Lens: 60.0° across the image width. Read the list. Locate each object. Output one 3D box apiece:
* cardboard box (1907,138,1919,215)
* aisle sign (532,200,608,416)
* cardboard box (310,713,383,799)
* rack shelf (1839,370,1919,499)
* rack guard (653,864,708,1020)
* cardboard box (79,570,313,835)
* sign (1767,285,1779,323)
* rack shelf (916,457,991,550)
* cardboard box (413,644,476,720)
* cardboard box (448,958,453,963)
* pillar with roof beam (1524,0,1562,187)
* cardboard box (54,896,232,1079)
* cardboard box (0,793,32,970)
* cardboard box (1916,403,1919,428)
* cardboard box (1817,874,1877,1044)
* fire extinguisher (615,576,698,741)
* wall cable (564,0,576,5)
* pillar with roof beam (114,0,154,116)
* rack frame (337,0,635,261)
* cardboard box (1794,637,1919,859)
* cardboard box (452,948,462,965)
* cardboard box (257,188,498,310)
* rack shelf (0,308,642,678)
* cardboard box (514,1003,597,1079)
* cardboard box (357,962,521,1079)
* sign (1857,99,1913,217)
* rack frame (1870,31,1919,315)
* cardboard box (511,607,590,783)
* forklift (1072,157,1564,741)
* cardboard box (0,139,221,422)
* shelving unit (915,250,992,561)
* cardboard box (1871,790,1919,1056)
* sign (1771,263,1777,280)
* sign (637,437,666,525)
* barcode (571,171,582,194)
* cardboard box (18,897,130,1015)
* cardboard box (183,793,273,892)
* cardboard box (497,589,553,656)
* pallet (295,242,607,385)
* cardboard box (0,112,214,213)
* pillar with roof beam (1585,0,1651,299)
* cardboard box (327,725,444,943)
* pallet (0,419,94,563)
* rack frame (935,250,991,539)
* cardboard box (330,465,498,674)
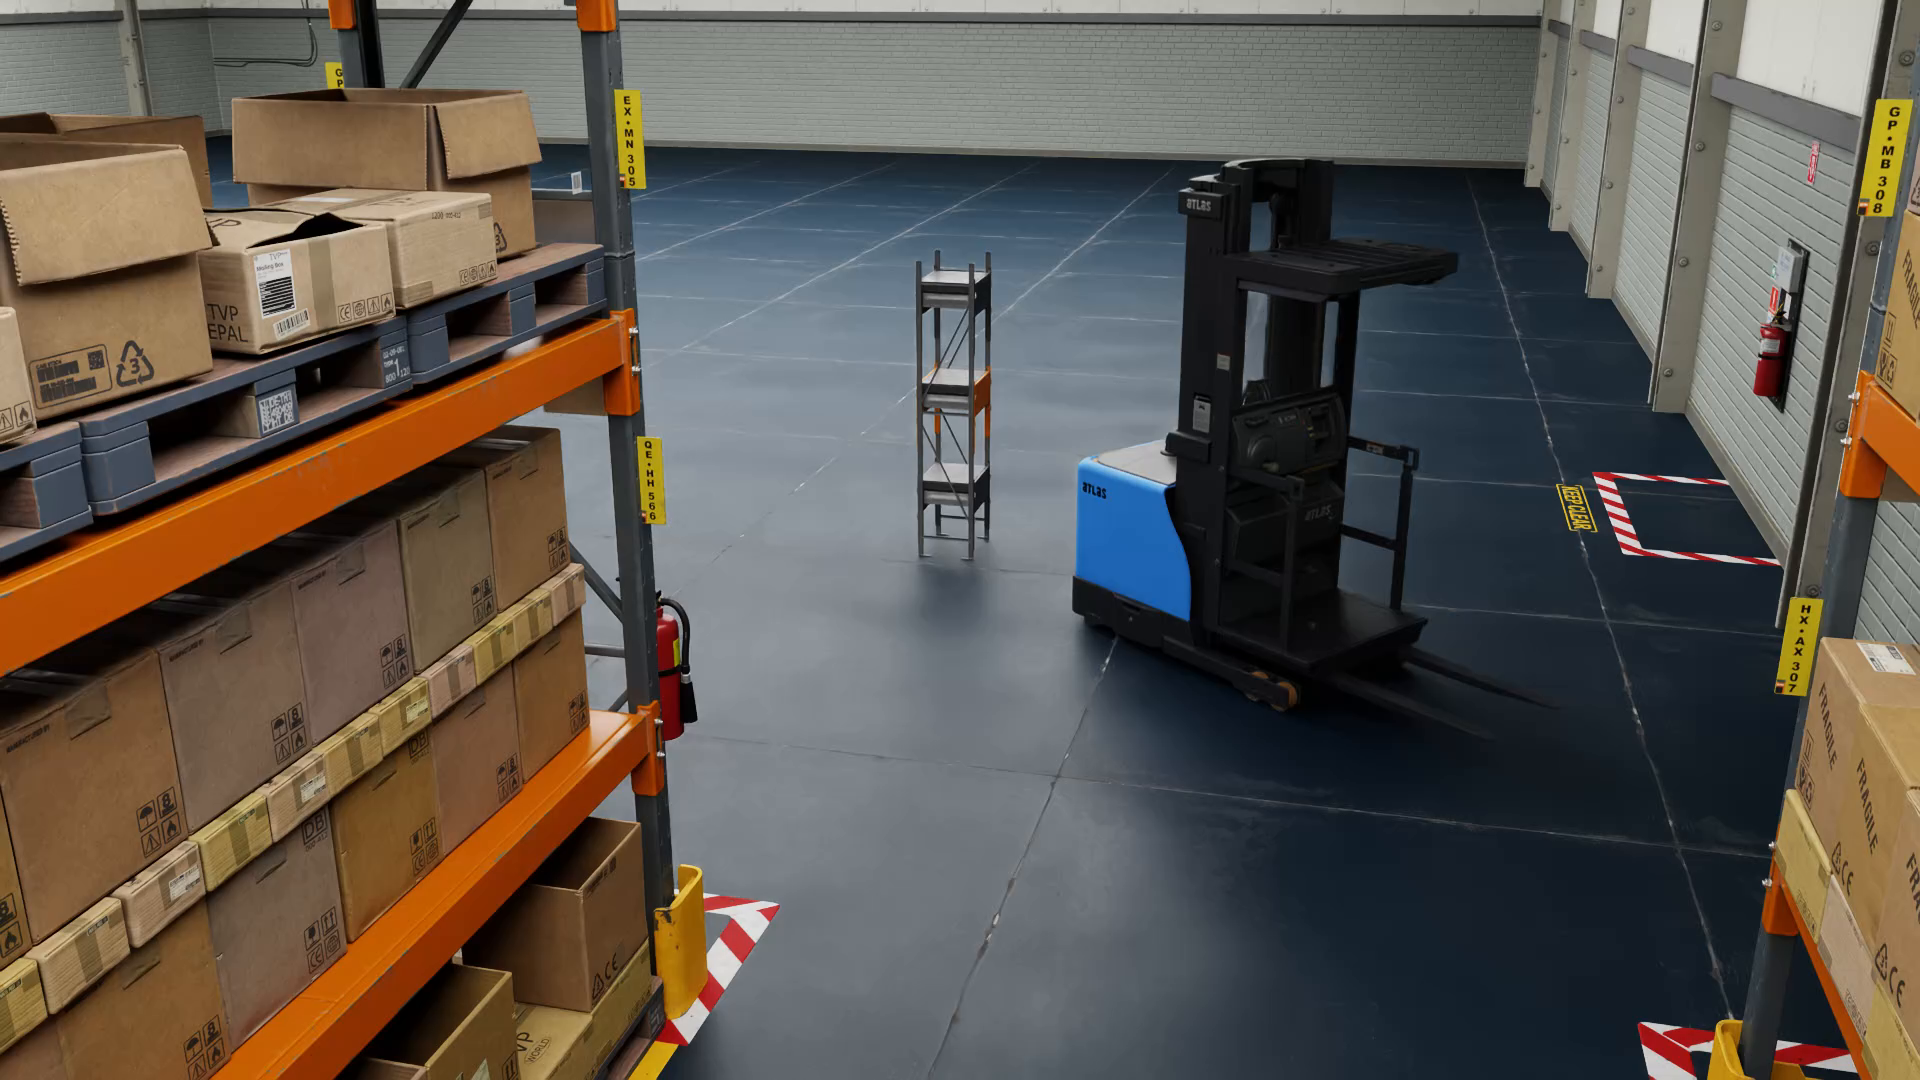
[{"bbox_3d":[2.834,-1.059,4.273,0.500,0.500,0.500,3,19,9],"label":"cardboard box"},{"bbox_3d":[-1.340,-0.829,5.951,0.394,0.787,0.004,5,19,13],"label":"aisle sign"},{"bbox_3d":[-1.865,0.586,4.674,0.380,0.149,0.250,5,20,15],"label":"cardboard box"},{"bbox_3d":[2.675,0.337,3.033,1.077,0.370,4.000,5,19,13],"label":"rack shelf"},{"bbox_3d":[-1.635,1.574,6.805,1.175,0.500,0.348,5,19,13],"label":"rack guard"},{"bbox_3d":[-2.148,0.380,4.272,0.700,0.500,0.500,5,19,13],"label":"cardboard box"},{"bbox_3d":[6.173,-1.757,12.637,0.001,0.329,0.234,5,19,13],"label":"sign"},{"bbox_3d":[-0.040,-0.266,11.927,0.431,0.518,0.480,5,19,13],"label":"rack shelf"},{"bbox_3d":[-1.738,0.421,5.157,0.380,0.149,0.250,5,19,14],"label":"cardboard box"},{"bbox_3d":[-2.108,1.454,5.734,0.500,0.500,0.500,5,19,13],"label":"cardboard box"},{"bbox_3d":[6.987,-11.505,31.949,9.100,9.000,0.400,5,19,13],"label":"pillar with roof beam"},{"bbox_3d":[-2.267,1.143,4.045,0.700,0.500,0.500,5,19,14],"label":"cardboard box"},{"bbox_3d":[-2.394,0.694,3.355,0.700,0.500,0.500,5,19,13],"label":"cardboard box"},{"bbox_3d":[2.674,-0.437,3.999,0.500,0.500,0.500,6,20,17],"label":"cardboard box"},{"bbox_3d":[2.623,1.142,4.403,0.500,0.250,0.500,4,19,12],"label":"cardboard box"},{"bbox_3d":[-1.162,0.435,6.392,0.296,0.674,0.183,5,19,13],"label":"fire extinguisher"},{"bbox_3d":[-8.180,-15.326,37.875,2.305,6.003,0.169,5,19,13],"label":"wall cable"},{"bbox_3d":[-15.210,-13.313,37.242,9.100,9.000,0.400,5,19,13],"label":"pillar with roof beam"},{"bbox_3d":[-1.641,-2.440,5.409,1.000,3.000,0.127,5,19,13],"label":"rack frame"},{"bbox_3d":[2.755,0.622,4.768,0.500,0.500,0.500,5,19,13],"label":"cardboard box"},{"bbox_3d":[-1.988,1.652,6.314,0.500,0.250,0.500,5,19,13],"label":"cardboard box"},{"bbox_3d":[-1.667,-0.833,4.710,0.500,0.250,0.500,5,19,13],"label":"cardboard box"},{"bbox_3d":[-2.130,-0.053,4.175,1.077,0.370,4.000,5,19,13],"label":"rack shelf"},{"bbox_3d":[-1.596,1.851,5.733,0.500,0.250,0.500,5,19,13],"label":"cardboard box"},{"bbox_3d":[-1.714,1.653,5.152,0.500,0.500,0.500,5,19,13],"label":"cardboard box"},{"bbox_3d":[2.637,-1.087,4.736,0.100,0.325,0.005,5,19,13],"label":"sign"},{"bbox_3d":[3.164,-2.050,4.267,1.000,3.000,0.127,5,19,13],"label":"rack frame"},{"bbox_3d":[-1.767,0.497,5.937,0.700,0.500,0.500,5,19,13],"label":"cardboard box"},{"bbox_3d":[2.031,-0.603,9.418,1.130,2.935,3.031,-15,24,-36],"label":"forklift"},{"bbox_3d":[-2.094,-0.587,3.598,0.797,0.503,0.637,7,20,19],"label":"cardboard box"},{"bbox_3d":[-0.040,-0.942,11.696,0.431,2.100,0.503,5,19,13],"label":"shelving unit"},{"bbox_3d":[2.493,0.937,3.844,0.500,0.500,0.500,4,19,12],"label":"cardboard box"},{"bbox_3d":[6.163,-2.007,12.549,0.001,0.109,0.331,5,19,13],"label":"sign"},{"bbox_3d":[-1.118,-0.214,6.015,0.100,0.325,0.005,5,19,13],"label":"sign"},{"bbox_3d":[-1.247,-1.162,5.411,0.001,0.075,0.075,5,19,13],"label":"barcode"},{"bbox_3d":[-2.116,0.909,3.726,0.380,0.149,0.250,4,19,12],"label":"cardboard box"},{"bbox_3d":[-1.990,0.744,4.211,0.380,0.149,0.250,4,19,13],"label":"cardboard box"},{"bbox_3d":[-1.612,0.262,5.622,0.380,0.149,0.250,5,20,15],"label":"cardboard box"},{"bbox_3d":[-1.839,-0.759,5.265,1.003,0.211,1.213,5,19,13],"label":"pallet"},{"bbox_3d":[-2.312,-0.834,4.326,0.500,0.500,0.500,5,19,13],"label":"cardboard box"},{"bbox_3d":[4.055,-7.744,20.937,9.100,9.000,0.400,5,19,13],"label":"pillar with roof beam"},{"bbox_3d":[-2.018,0.817,5.000,0.700,0.500,0.500,5,19,14],"label":"cardboard box"},{"bbox_3d":[-2.435,0.006,3.026,1.003,0.211,1.213,5,19,13],"label":"pallet"},{"bbox_3d":[0.019,-1.018,11.920,0.400,2.100,0.015,5,19,13],"label":"rack frame"},{"bbox_3d":[-1.904,0.065,5.195,0.700,0.500,0.500,4,19,12],"label":"cardboard box"}]
